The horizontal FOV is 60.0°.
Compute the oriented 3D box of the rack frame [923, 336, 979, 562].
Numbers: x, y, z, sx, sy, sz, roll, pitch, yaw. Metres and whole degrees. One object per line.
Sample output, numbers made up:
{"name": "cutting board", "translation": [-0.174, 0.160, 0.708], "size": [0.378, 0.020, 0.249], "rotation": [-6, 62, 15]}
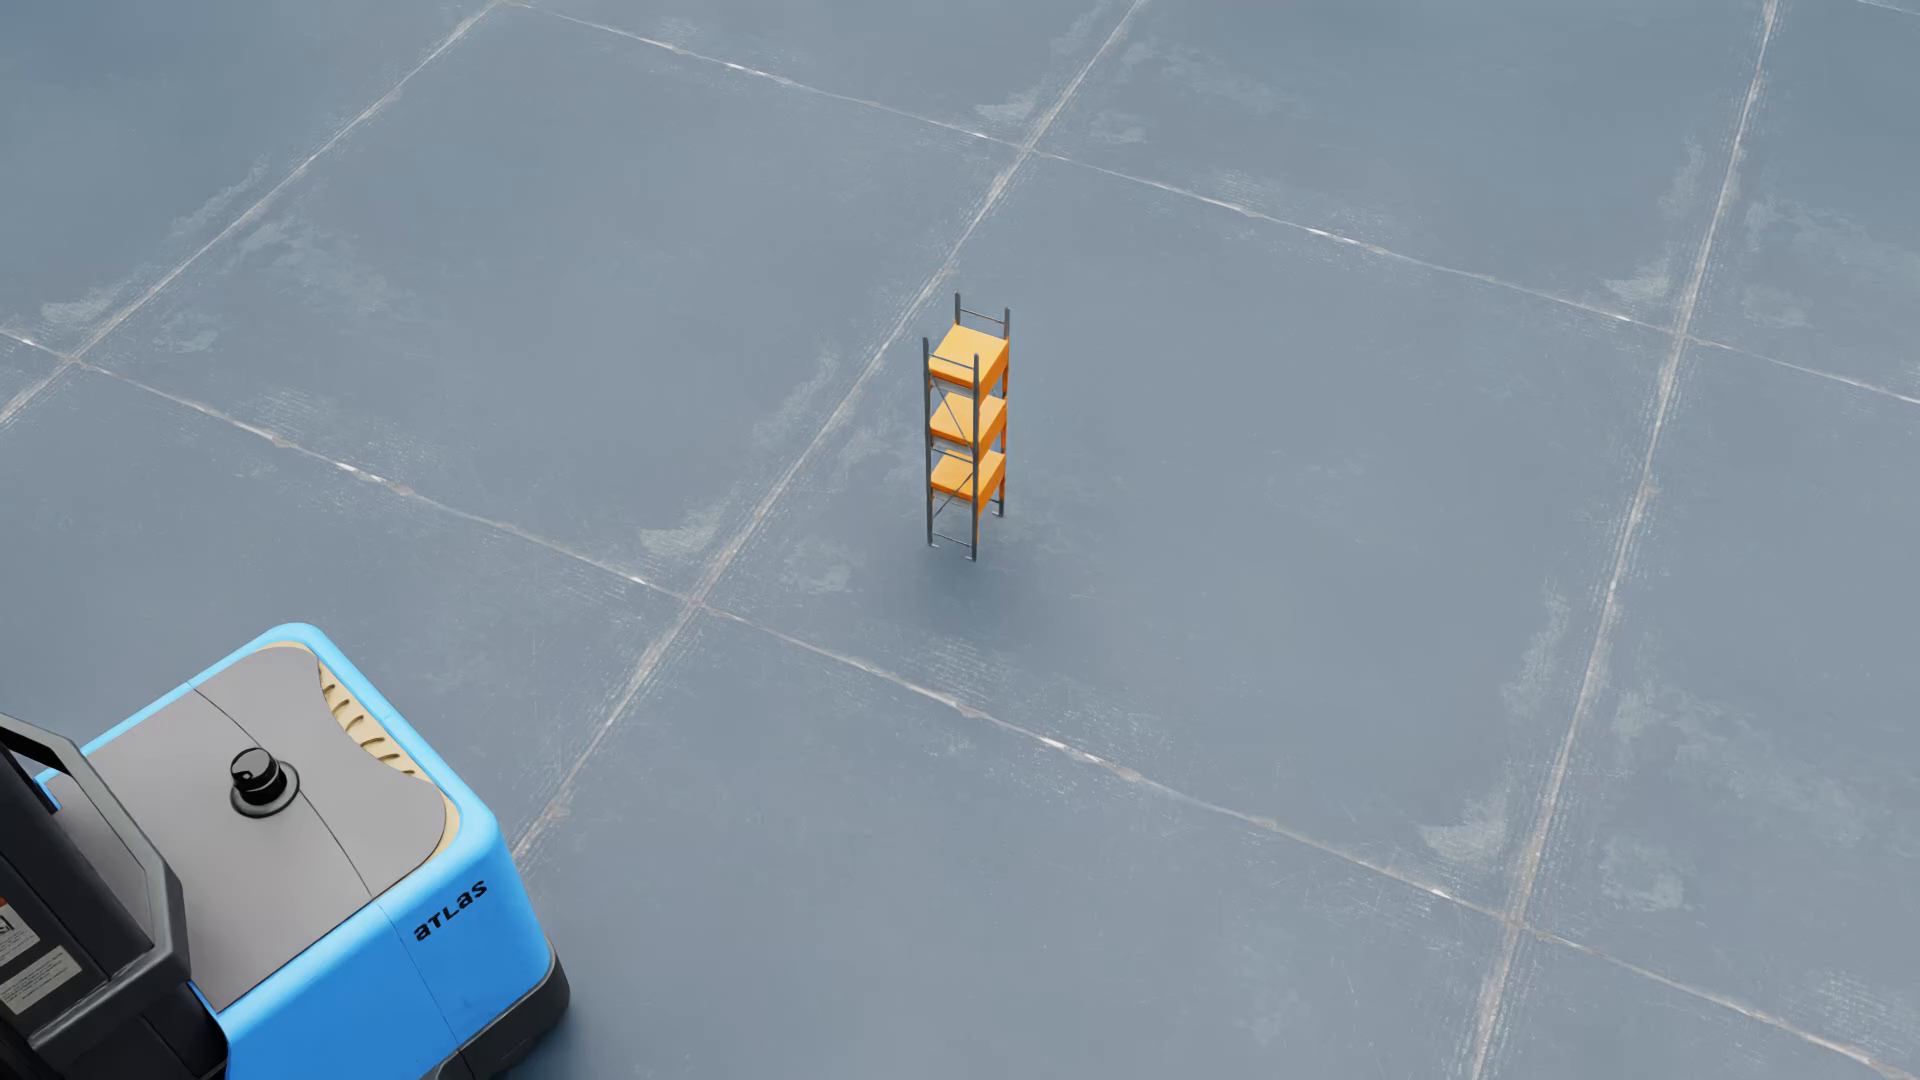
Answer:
{"name": "rack frame", "translation": [-0.029, -0.293, 5.810], "size": [0.200, 1.050, 0.008], "rotation": [20, 52, 16]}

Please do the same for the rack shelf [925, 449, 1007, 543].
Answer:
{"name": "rack shelf", "translation": [0.023, -0.190, 6.101], "size": [0.215, 0.259, 0.240], "rotation": [20, 52, 16]}

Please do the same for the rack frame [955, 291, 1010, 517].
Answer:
{"name": "rack frame", "translation": [0.075, -0.461, 5.953], "size": [0.200, 1.050, 0.008], "rotation": [20, 52, 16]}

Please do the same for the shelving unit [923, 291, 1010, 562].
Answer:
{"name": "shelving unit", "translation": [0.023, -0.377, 5.882], "size": [0.215, 1.050, 0.252], "rotation": [20, 52, 16]}

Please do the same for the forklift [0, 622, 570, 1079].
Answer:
{"name": "forklift", "translation": [-2.567, 1.005, 3.470], "size": [1.130, 2.935, 3.031], "rotation": [37, 59, 27]}

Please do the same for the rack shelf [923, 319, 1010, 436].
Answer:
{"name": "rack shelf", "translation": [0.023, -0.554, 5.673], "size": [0.215, 0.259, 0.240], "rotation": [20, 52, 16]}

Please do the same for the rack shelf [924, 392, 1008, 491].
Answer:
{"name": "rack shelf", "translation": [0.023, -0.370, 5.890], "size": [0.215, 0.259, 0.240], "rotation": [20, 52, 16]}
